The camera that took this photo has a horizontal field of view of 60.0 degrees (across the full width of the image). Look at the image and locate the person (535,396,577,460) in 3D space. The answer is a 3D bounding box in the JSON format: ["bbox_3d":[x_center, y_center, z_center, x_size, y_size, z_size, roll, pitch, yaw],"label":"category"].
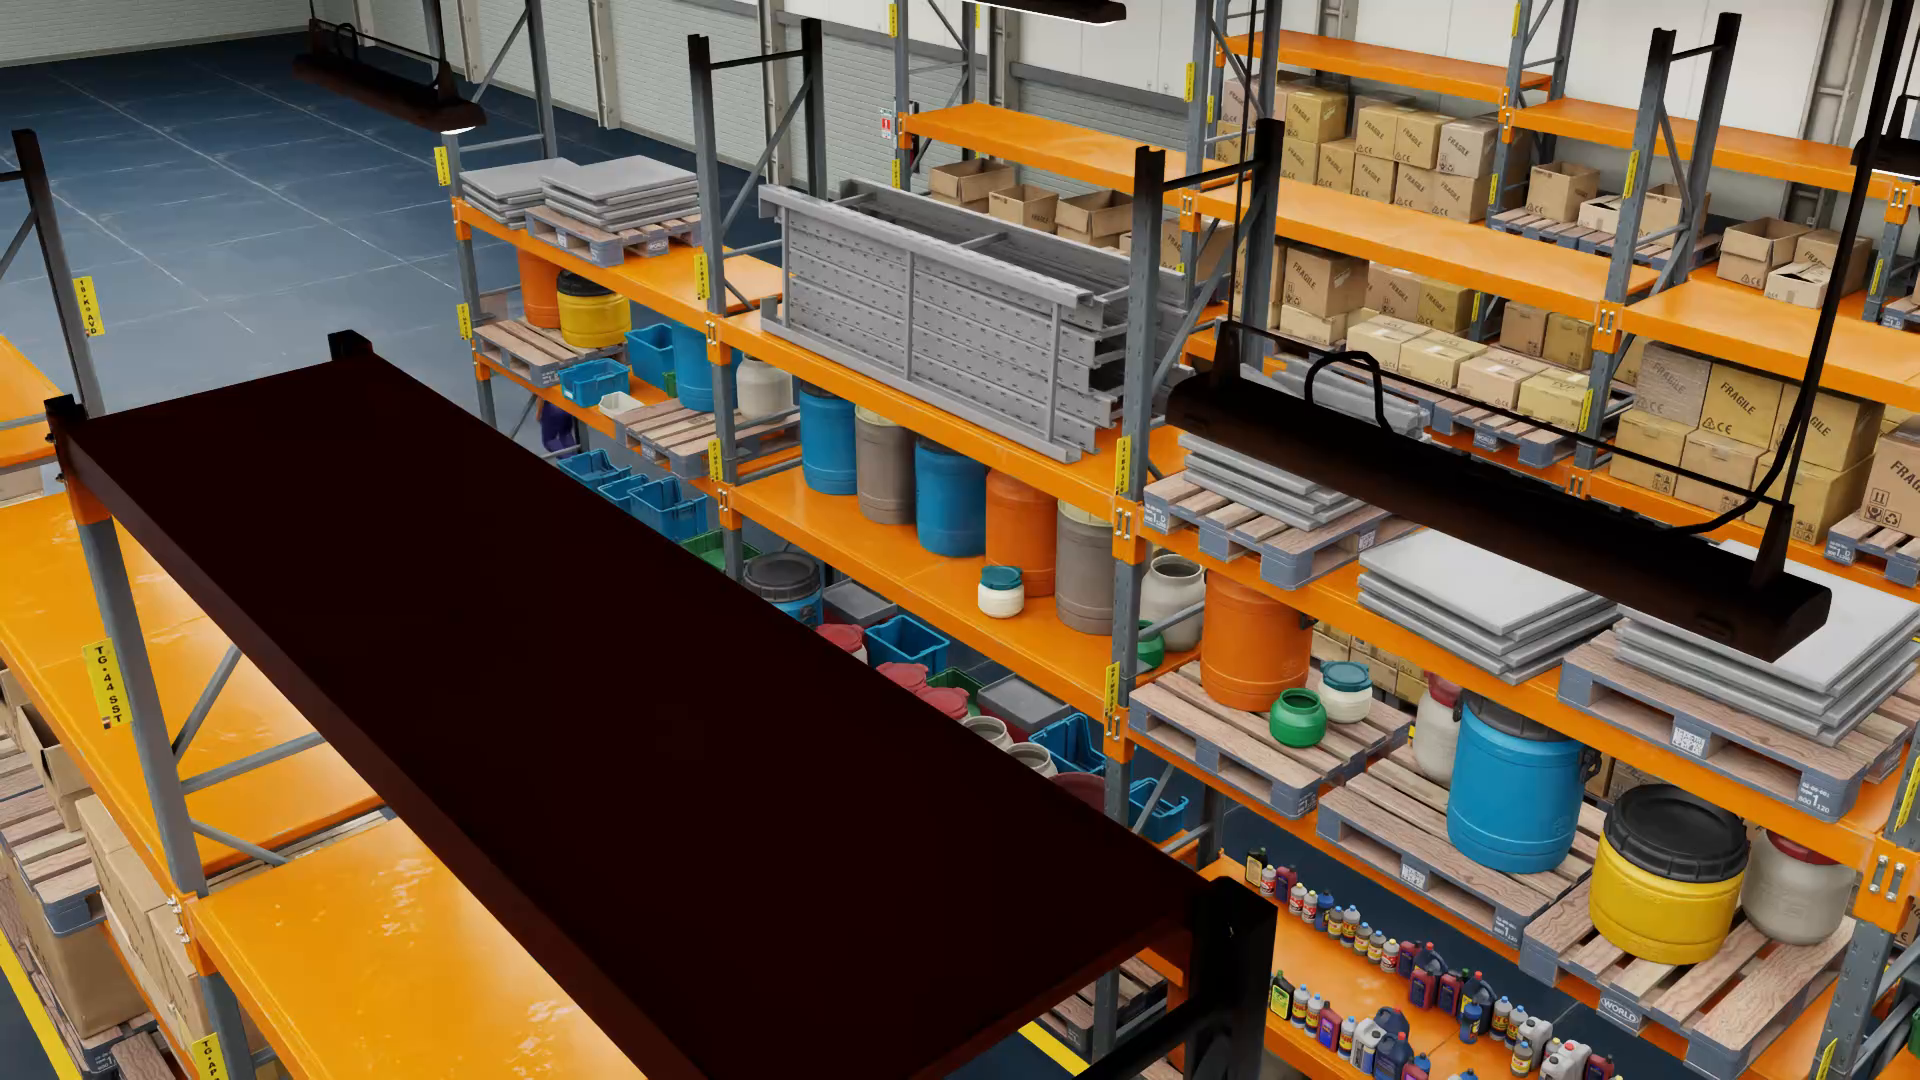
[{"bbox_3d":[-4.449,-1.445,18.649,0.567,1.625,0.527,17,32,30],"label":"person"}]
